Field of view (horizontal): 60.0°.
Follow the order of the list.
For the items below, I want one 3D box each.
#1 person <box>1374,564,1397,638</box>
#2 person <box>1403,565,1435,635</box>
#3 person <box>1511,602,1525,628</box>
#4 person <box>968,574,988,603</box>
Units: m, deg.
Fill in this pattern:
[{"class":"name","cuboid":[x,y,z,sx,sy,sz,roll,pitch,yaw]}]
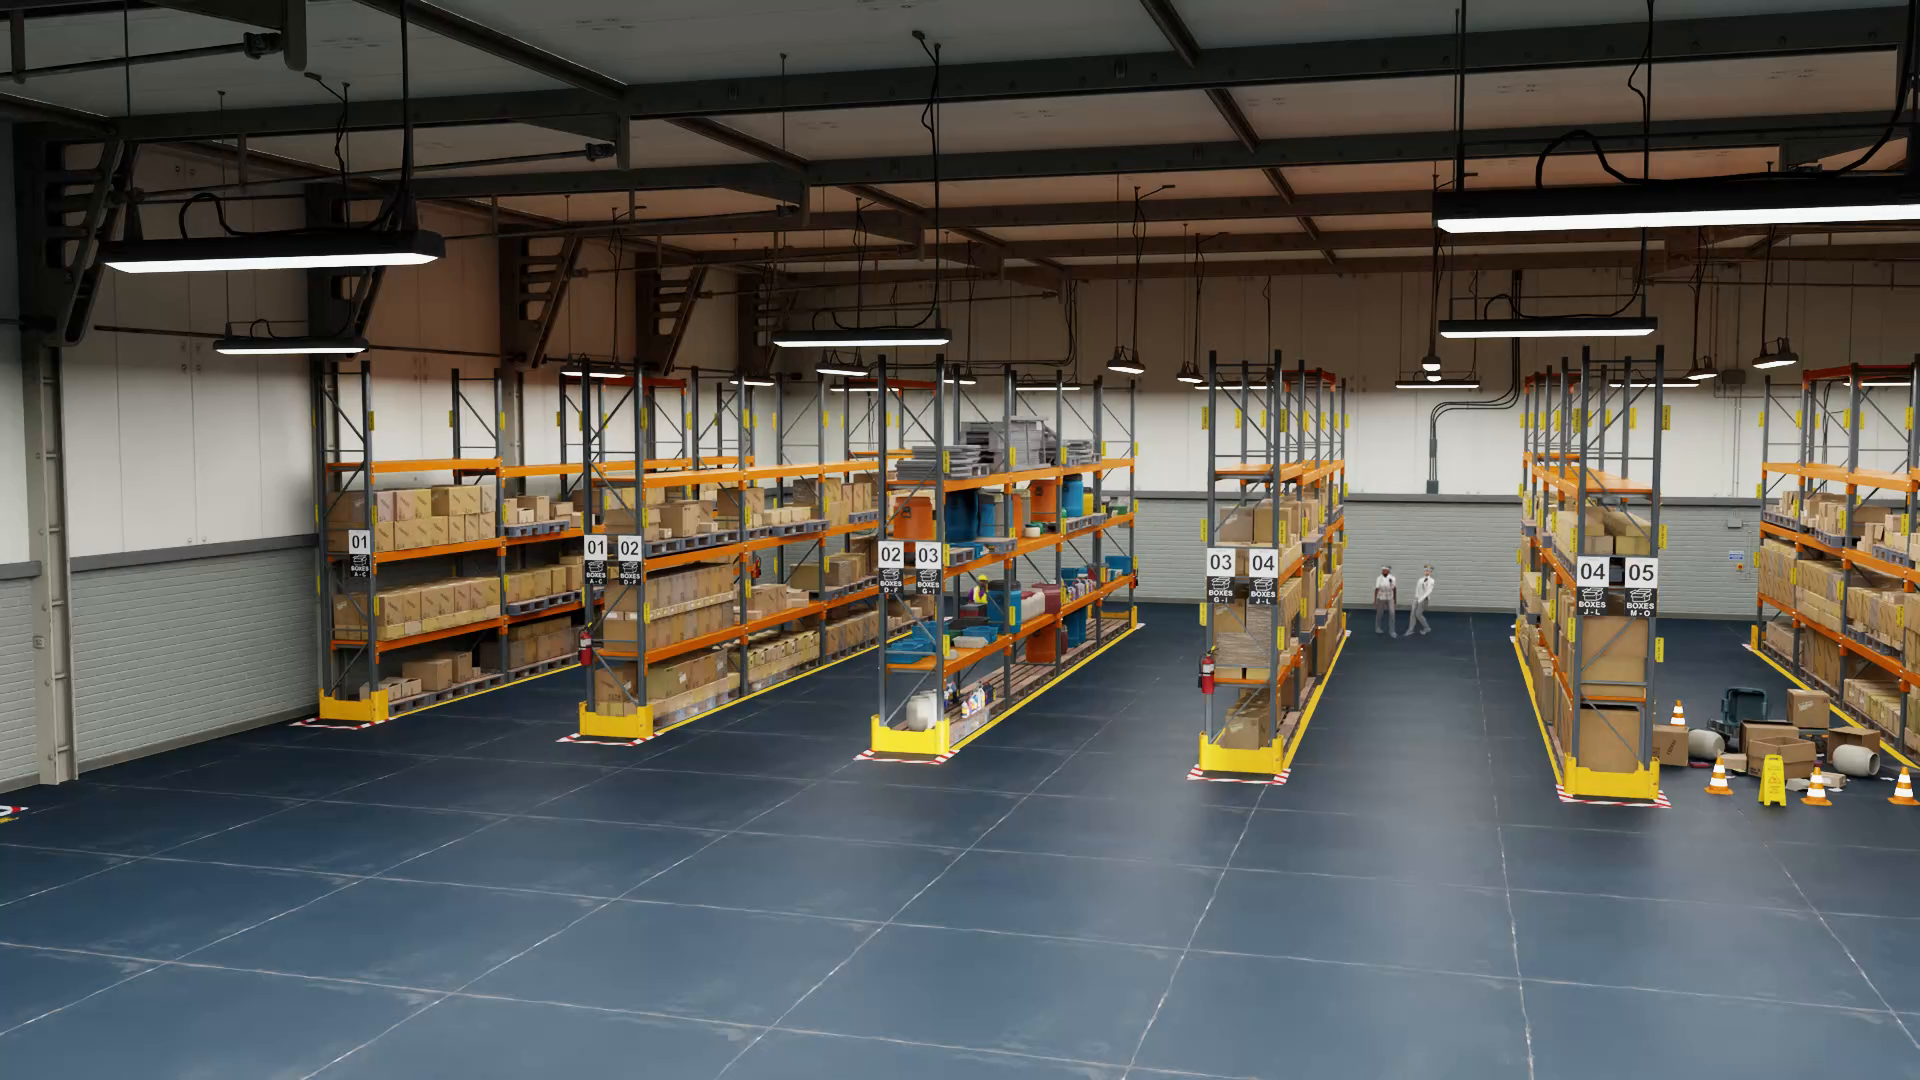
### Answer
[{"class":"person","cuboid":[9.937,1.401,38.885,0.577,1.689,0.832,0,4,-2]},{"class":"person","cuboid":[10.775,1.434,38.949,0.760,1.678,0.514,-1,4,-20]},{"class":"person","cuboid":[13.686,1.322,39.850,0.884,1.637,0.460,1,4,8]},{"class":"person","cuboid":[0.449,1.617,35.558,0.660,1.770,0.953,1,4,18]}]
